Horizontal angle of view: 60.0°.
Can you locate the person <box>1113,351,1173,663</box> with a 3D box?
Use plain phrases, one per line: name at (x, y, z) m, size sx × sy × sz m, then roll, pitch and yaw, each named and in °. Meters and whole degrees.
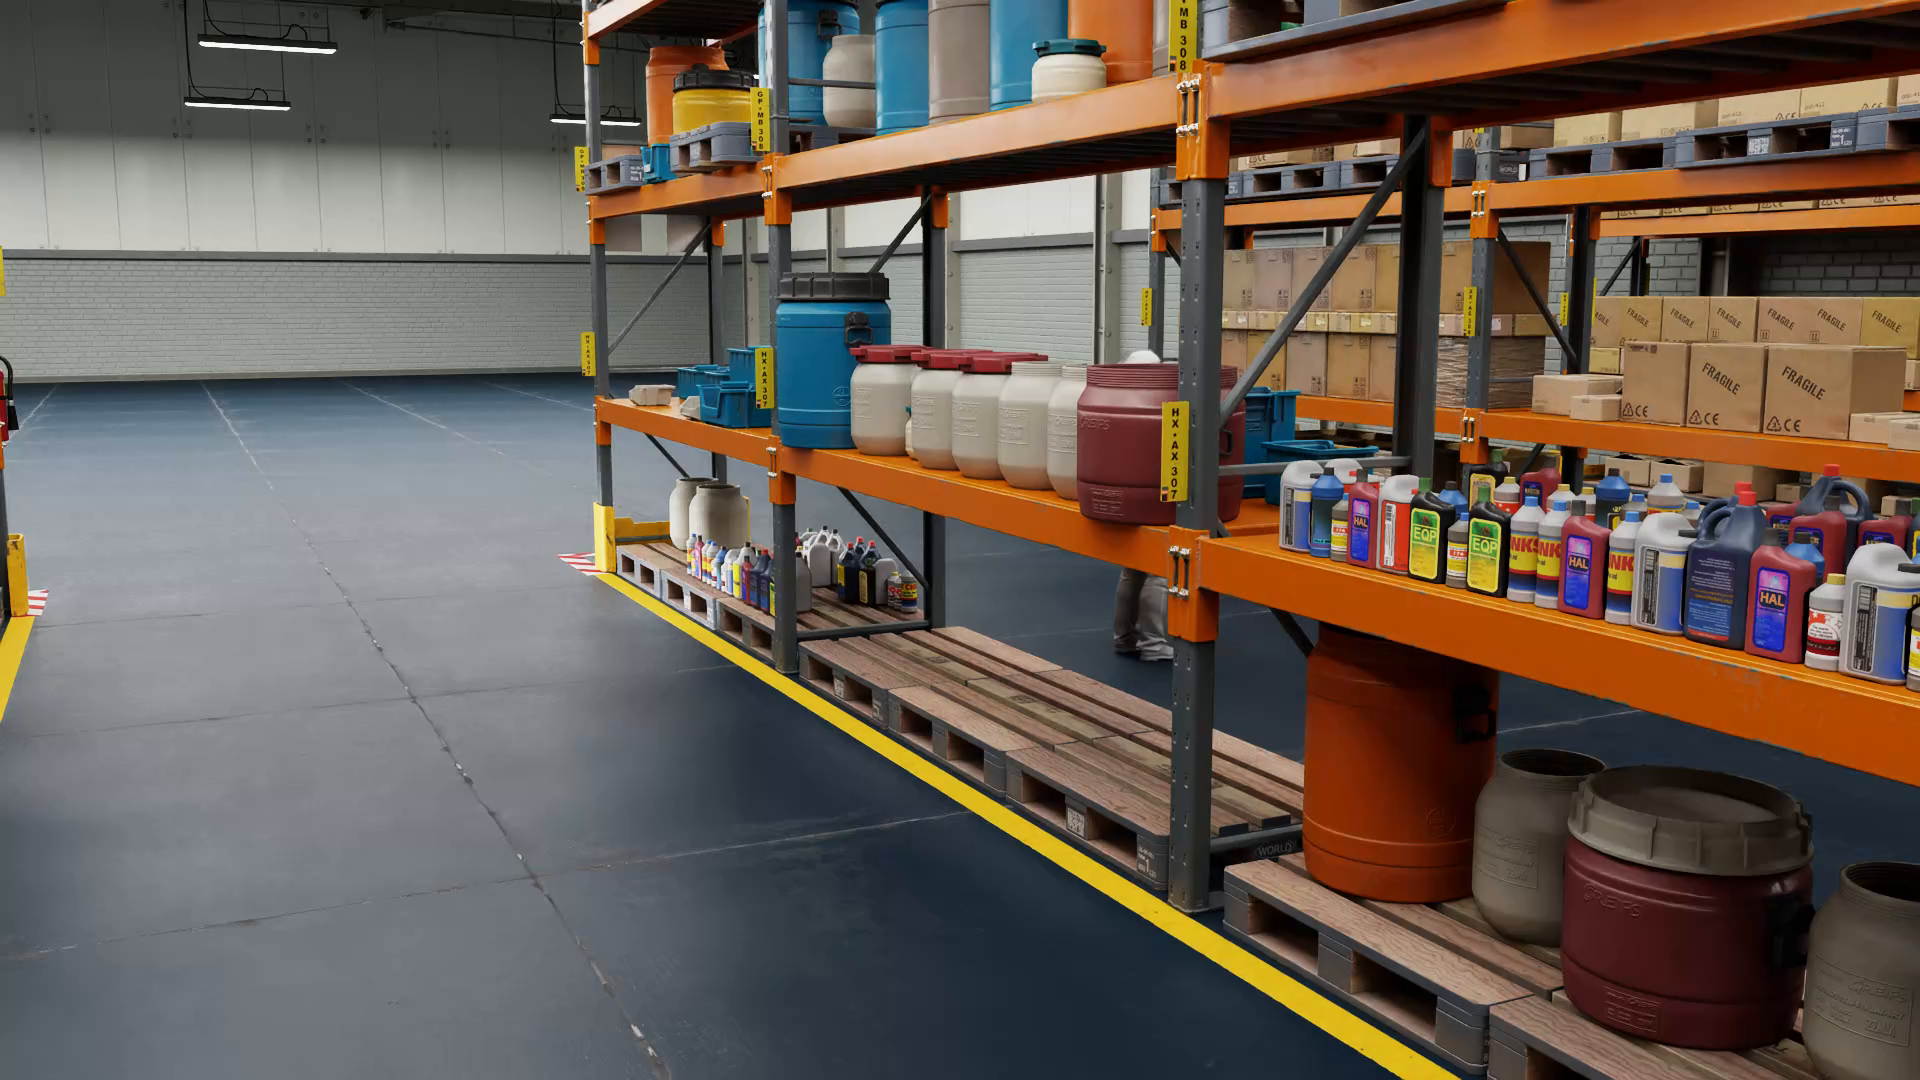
person at (1.107, -0.204, 9.628) m, size 0.509 × 1.768 × 0.562 m, roll -4°, pitch 9°, yaw -27°
